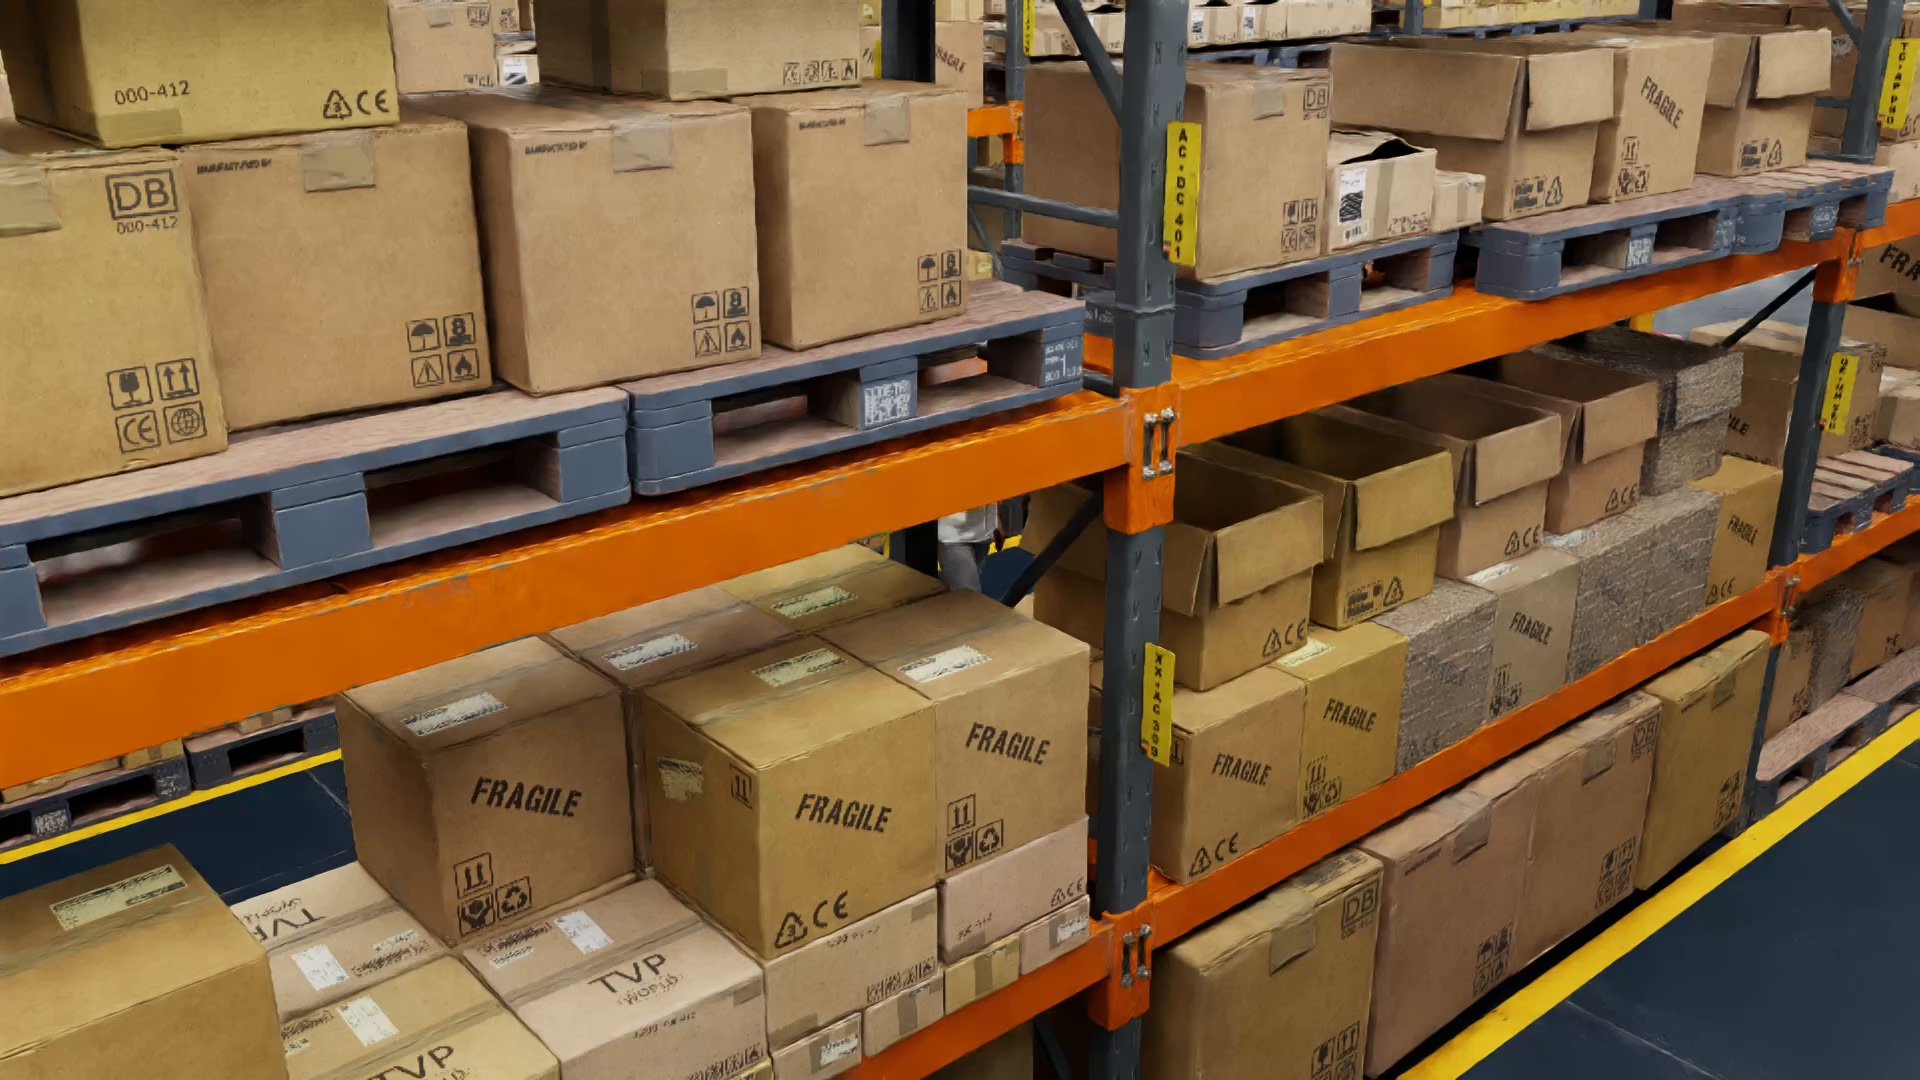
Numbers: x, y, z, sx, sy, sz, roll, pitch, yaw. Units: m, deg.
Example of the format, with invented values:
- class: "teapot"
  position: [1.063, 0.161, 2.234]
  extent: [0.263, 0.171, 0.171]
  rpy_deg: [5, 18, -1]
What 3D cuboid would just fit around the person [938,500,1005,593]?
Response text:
- class: "person"
  position: [0.037, -0.012, 8.557]
  extent: [0.633, 1.766, 0.709]
  rpy_deg: [13, 25, 31]
